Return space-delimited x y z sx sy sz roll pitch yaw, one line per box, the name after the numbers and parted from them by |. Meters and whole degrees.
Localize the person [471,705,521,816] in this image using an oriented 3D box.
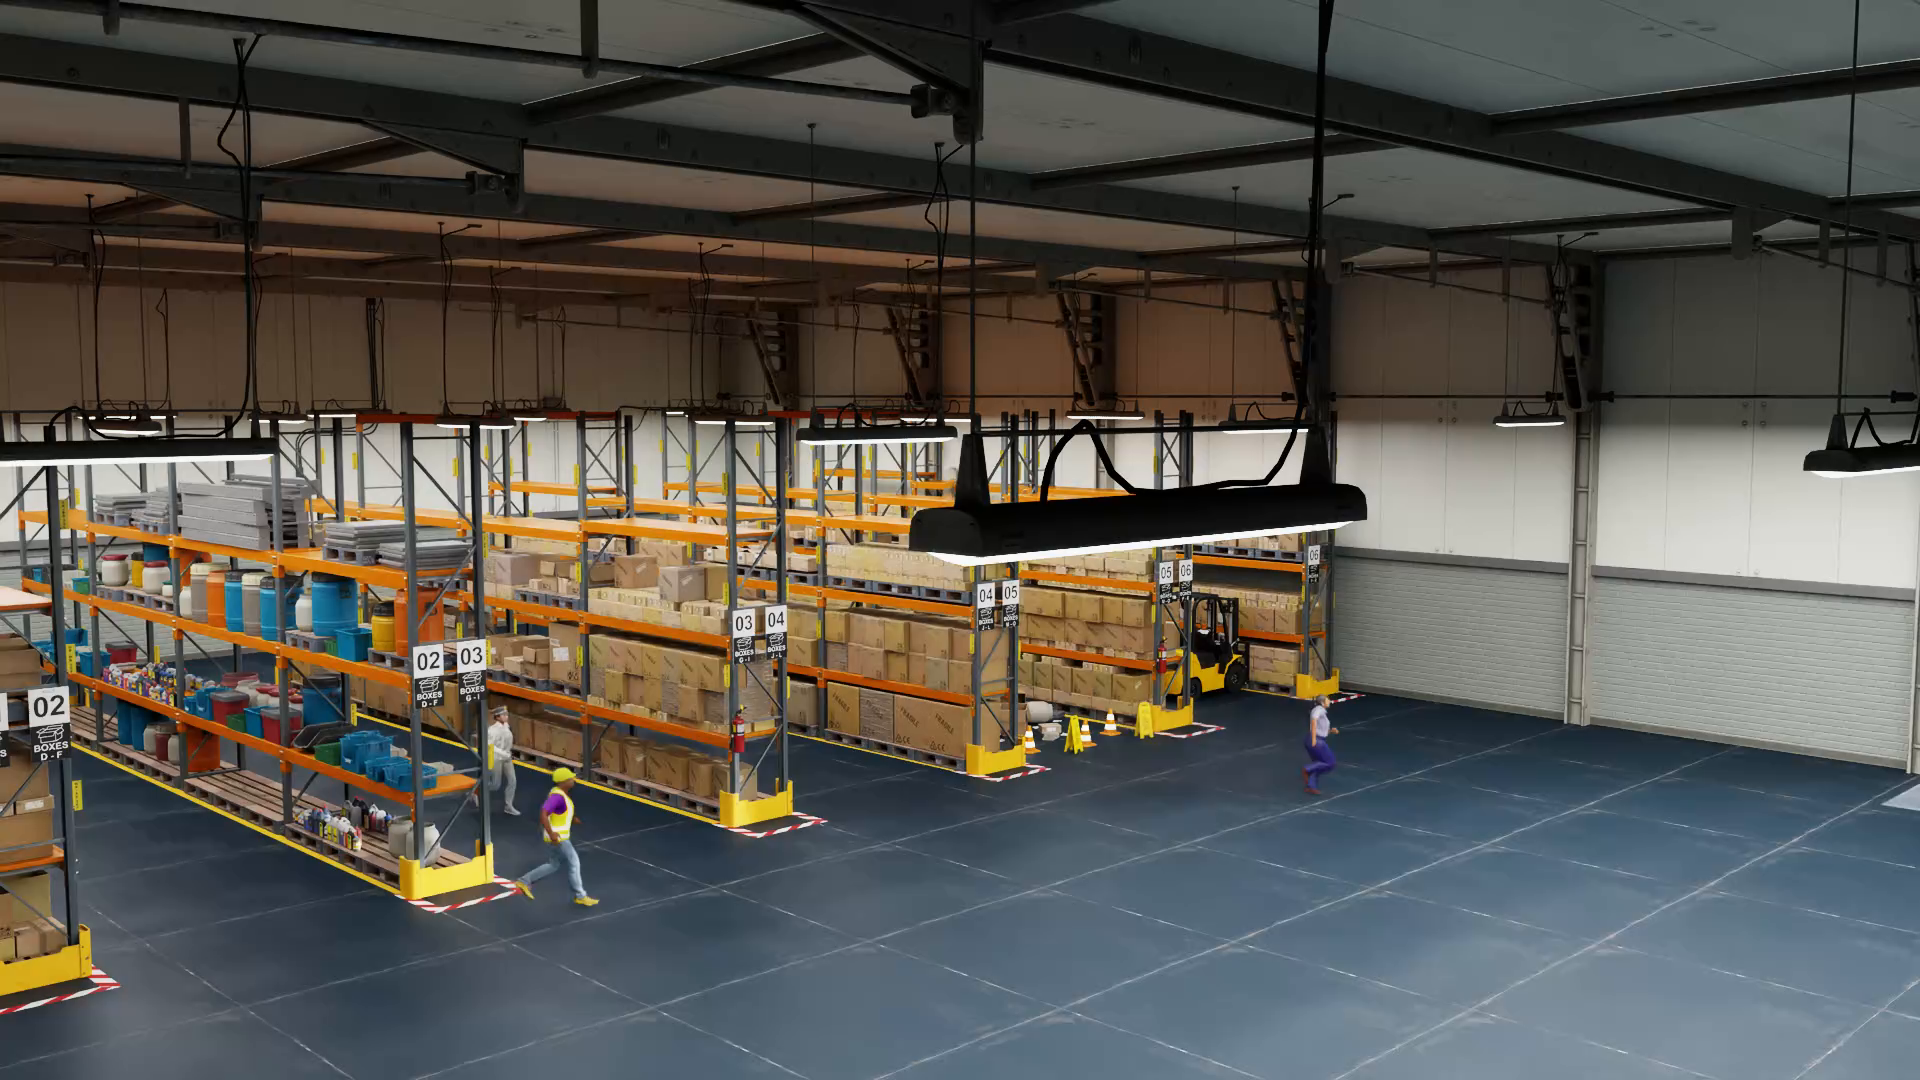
-7.034 3.320 25.182 0.829 1.679 0.607 2 5 20 | person

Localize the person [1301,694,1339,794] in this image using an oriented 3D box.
5.736 3.258 26.455 0.616 1.589 0.645 0 5 -1 | person

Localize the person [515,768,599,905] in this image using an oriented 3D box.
-4.985 3.675 20.510 1.012 1.755 0.726 -1 5 -15 | person
